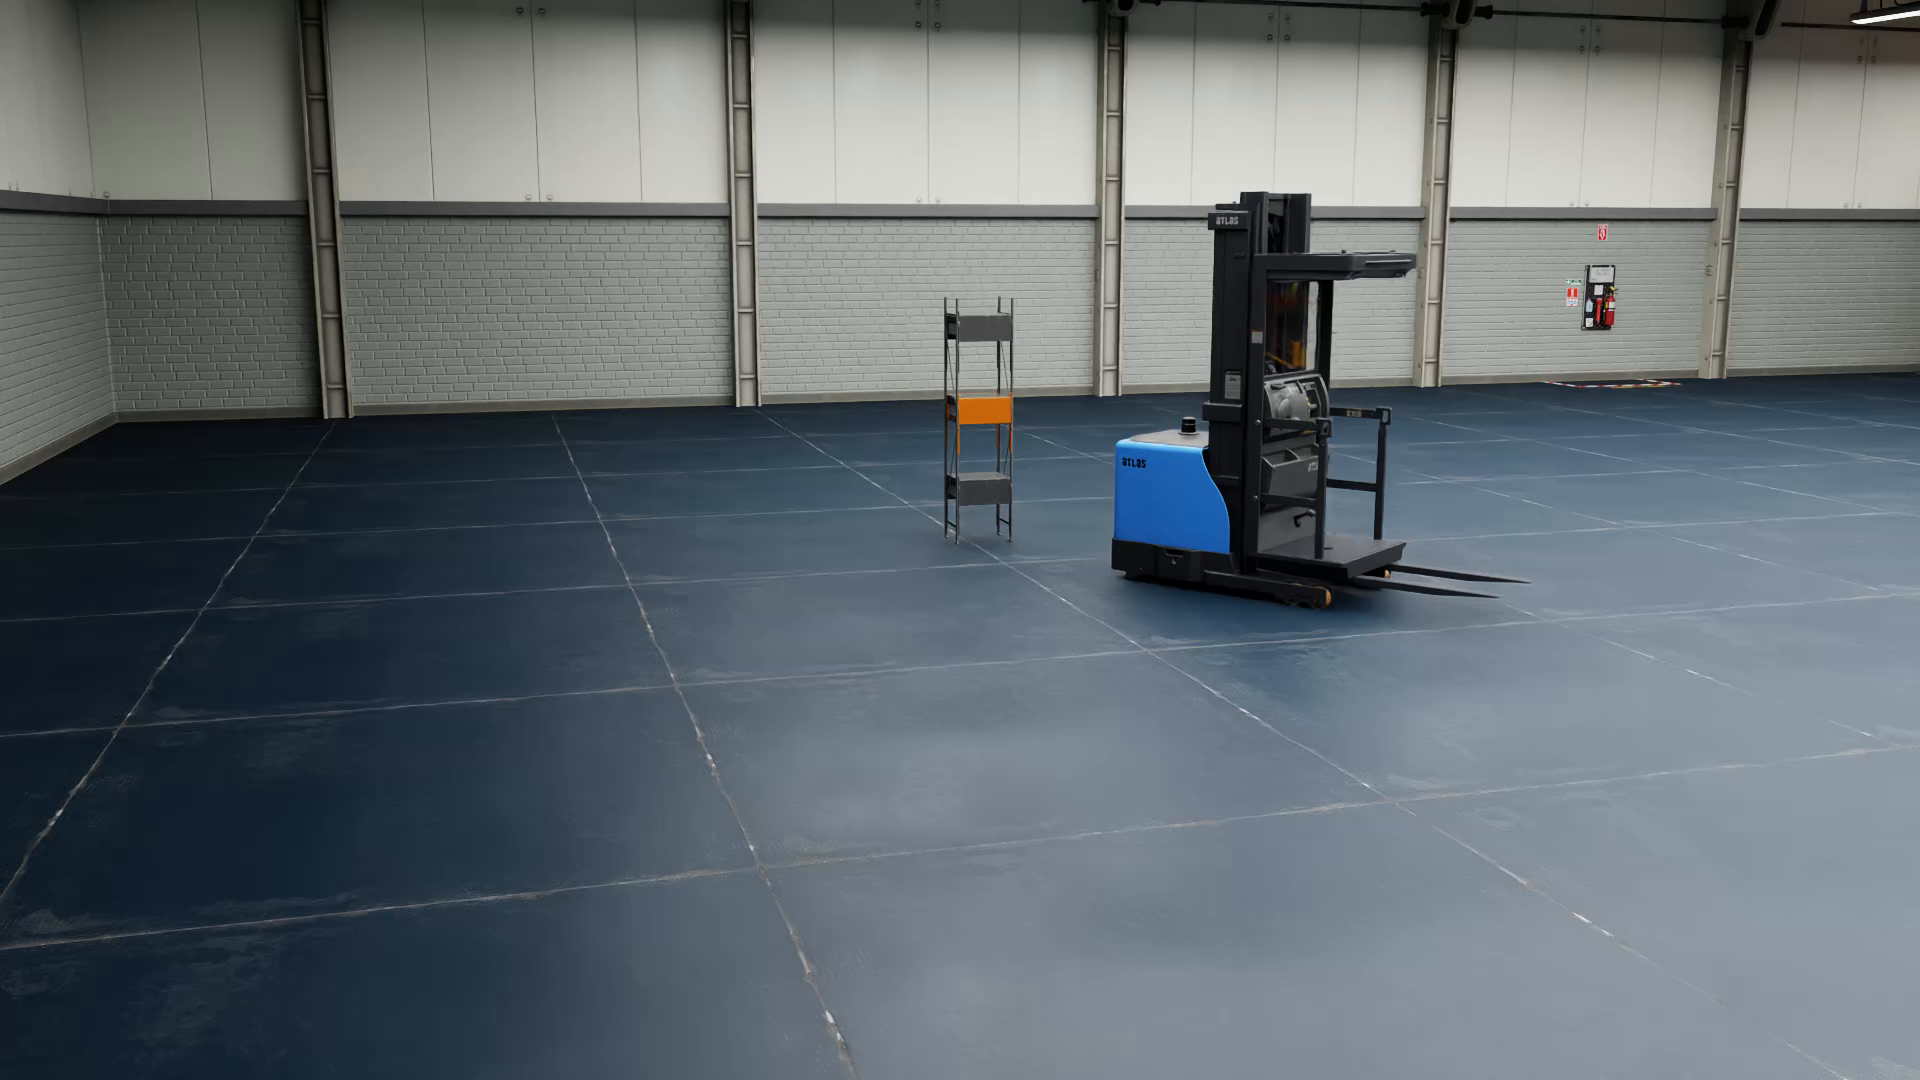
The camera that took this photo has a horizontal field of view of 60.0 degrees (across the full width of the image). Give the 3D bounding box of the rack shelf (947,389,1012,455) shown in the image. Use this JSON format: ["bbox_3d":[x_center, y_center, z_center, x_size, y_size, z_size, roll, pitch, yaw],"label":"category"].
[{"bbox_3d":[0.159,-1.028,14.404,0.480,0.518,0.431,-3,11,-16],"label":"rack shelf"}]

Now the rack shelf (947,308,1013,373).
[{"bbox_3d":[0.159,-1.716,14.278,0.480,0.518,0.431,-3,11,-16],"label":"rack shelf"}]

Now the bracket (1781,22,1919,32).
[{"bbox_3d":[16.935,-9.297,30.251,4.783,0.066,0.076,-3,11,-16],"label":"bracket"}]

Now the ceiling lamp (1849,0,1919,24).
[{"bbox_3d":[13.933,-9.371,24.471,0.800,3.185,2.000,-3,11,-16],"label":"ceiling lamp"}]

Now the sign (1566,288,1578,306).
[{"bbox_3d":[11.020,-4.376,29.932,0.234,0.329,0.001,-3,11,-16],"label":"sign"}]

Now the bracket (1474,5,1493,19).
[{"bbox_3d":[8.700,-8.863,27.893,0.430,0.232,0.235,-3,11,-16],"label":"bracket"}]

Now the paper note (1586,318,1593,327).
[{"bbox_3d":[11.391,-3.938,30.086,0.142,0.148,0.016,-3,11,-16],"label":"paper note"}]

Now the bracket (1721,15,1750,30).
[{"bbox_3d":[13.664,-9.125,29.314,0.430,0.232,0.235,-3,11,-16],"label":"bracket"}]

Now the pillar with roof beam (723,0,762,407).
[{"bbox_3d":[-2.116,-5.778,21.077,0.548,9.000,9.100,-3,11,-16],"label":"pillar with roof beam"}]

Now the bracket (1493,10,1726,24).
[{"bbox_3d":[11.174,-8.993,28.601,4.783,0.066,0.076,-3,11,-16],"label":"bracket"}]

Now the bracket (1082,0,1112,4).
[{"bbox_3d":[2.142,-8.517,26.016,0.430,0.232,0.235,-3,11,-16],"label":"bracket"}]

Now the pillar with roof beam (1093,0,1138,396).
[{"bbox_3d":[3.645,-6.081,22.726,0.548,9.000,9.100,-3,11,-16],"label":"pillar with roof beam"}]

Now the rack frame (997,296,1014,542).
[{"bbox_3d":[0.393,-1.053,14.469,0.015,2.100,0.400,-3,11,-16],"label":"rack frame"}]

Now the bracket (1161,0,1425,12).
[{"bbox_3d":[5.413,-8.690,26.952,4.783,0.066,0.076,-3,11,-16],"label":"bracket"}]

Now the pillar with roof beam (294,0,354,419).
[{"bbox_3d":[-7.877,-5.474,19.427,0.400,9.000,9.100,-3,11,-16],"label":"pillar with roof beam"}]

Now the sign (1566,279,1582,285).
[{"bbox_3d":[11.027,-4.635,29.877,0.331,0.109,0.001,-3,11,-16],"label":"sign"}]

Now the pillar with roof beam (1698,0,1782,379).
[{"bbox_3d":[15.167,-6.689,26.024,0.548,9.000,9.100,-3,11,-16],"label":"pillar with roof beam"}]

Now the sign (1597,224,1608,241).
[{"bbox_3d":[11.544,-5.525,29.871,0.199,0.298,0.001,-3,11,-16],"label":"sign"}]

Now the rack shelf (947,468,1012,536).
[{"bbox_3d":[0.159,-0.339,14.531,0.480,0.518,0.431,-3,11,-16],"label":"rack shelf"}]

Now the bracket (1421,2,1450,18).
[{"bbox_3d":[7.903,-8.821,27.665,0.430,0.232,0.235,-3,11,-16],"label":"bracket"}]

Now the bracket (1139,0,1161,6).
[{"bbox_3d":[2.939,-8.559,26.244,0.430,0.232,0.235,-3,11,-16],"label":"bracket"}]

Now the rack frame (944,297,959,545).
[{"bbox_3d":[-0.075,-1.029,14.335,0.015,2.100,0.400,-3,11,-16],"label":"rack frame"}]

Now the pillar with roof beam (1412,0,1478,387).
[{"bbox_3d":[9.406,-6.385,24.375,0.548,9.000,9.100,-3,11,-16],"label":"pillar with roof beam"}]

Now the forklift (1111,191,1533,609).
[{"bbox_3d":[2.652,-1.055,12.180,3.031,2.935,1.130,8,13,37],"label":"forklift"}]

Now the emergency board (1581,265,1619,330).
[{"bbox_3d":[11.580,-4.368,29.989,0.643,1.169,0.194,-3,11,-16],"label":"emergency board"}]

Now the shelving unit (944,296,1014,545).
[{"bbox_3d":[0.159,-1.041,14.402,0.503,2.100,0.431,-3,11,-16],"label":"shelving unit"}]
